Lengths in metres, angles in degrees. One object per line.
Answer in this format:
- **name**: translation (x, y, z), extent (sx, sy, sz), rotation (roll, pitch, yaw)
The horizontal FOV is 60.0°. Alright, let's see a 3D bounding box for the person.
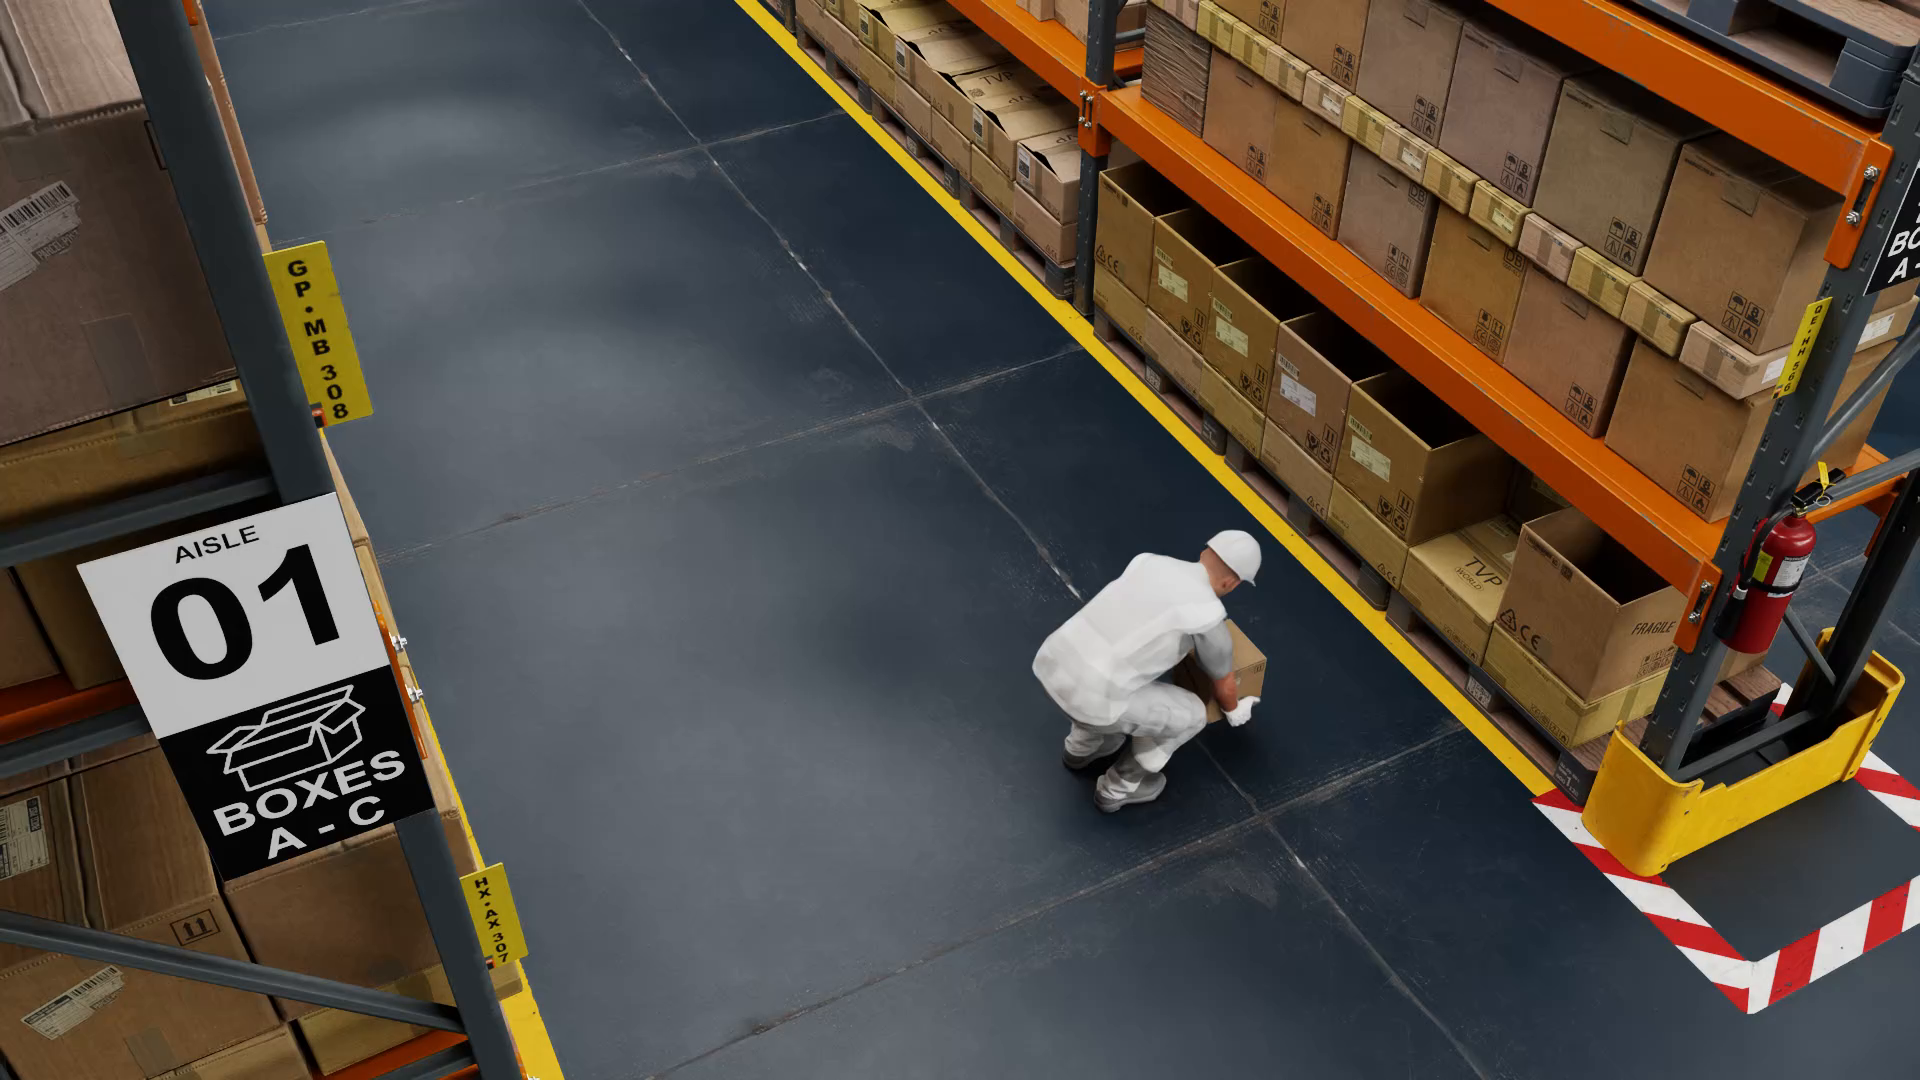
- **person**: translation (0.708, 0.486, 6.194), extent (0.921, 0.988, 0.532), rotation (-20, 45, -22)
